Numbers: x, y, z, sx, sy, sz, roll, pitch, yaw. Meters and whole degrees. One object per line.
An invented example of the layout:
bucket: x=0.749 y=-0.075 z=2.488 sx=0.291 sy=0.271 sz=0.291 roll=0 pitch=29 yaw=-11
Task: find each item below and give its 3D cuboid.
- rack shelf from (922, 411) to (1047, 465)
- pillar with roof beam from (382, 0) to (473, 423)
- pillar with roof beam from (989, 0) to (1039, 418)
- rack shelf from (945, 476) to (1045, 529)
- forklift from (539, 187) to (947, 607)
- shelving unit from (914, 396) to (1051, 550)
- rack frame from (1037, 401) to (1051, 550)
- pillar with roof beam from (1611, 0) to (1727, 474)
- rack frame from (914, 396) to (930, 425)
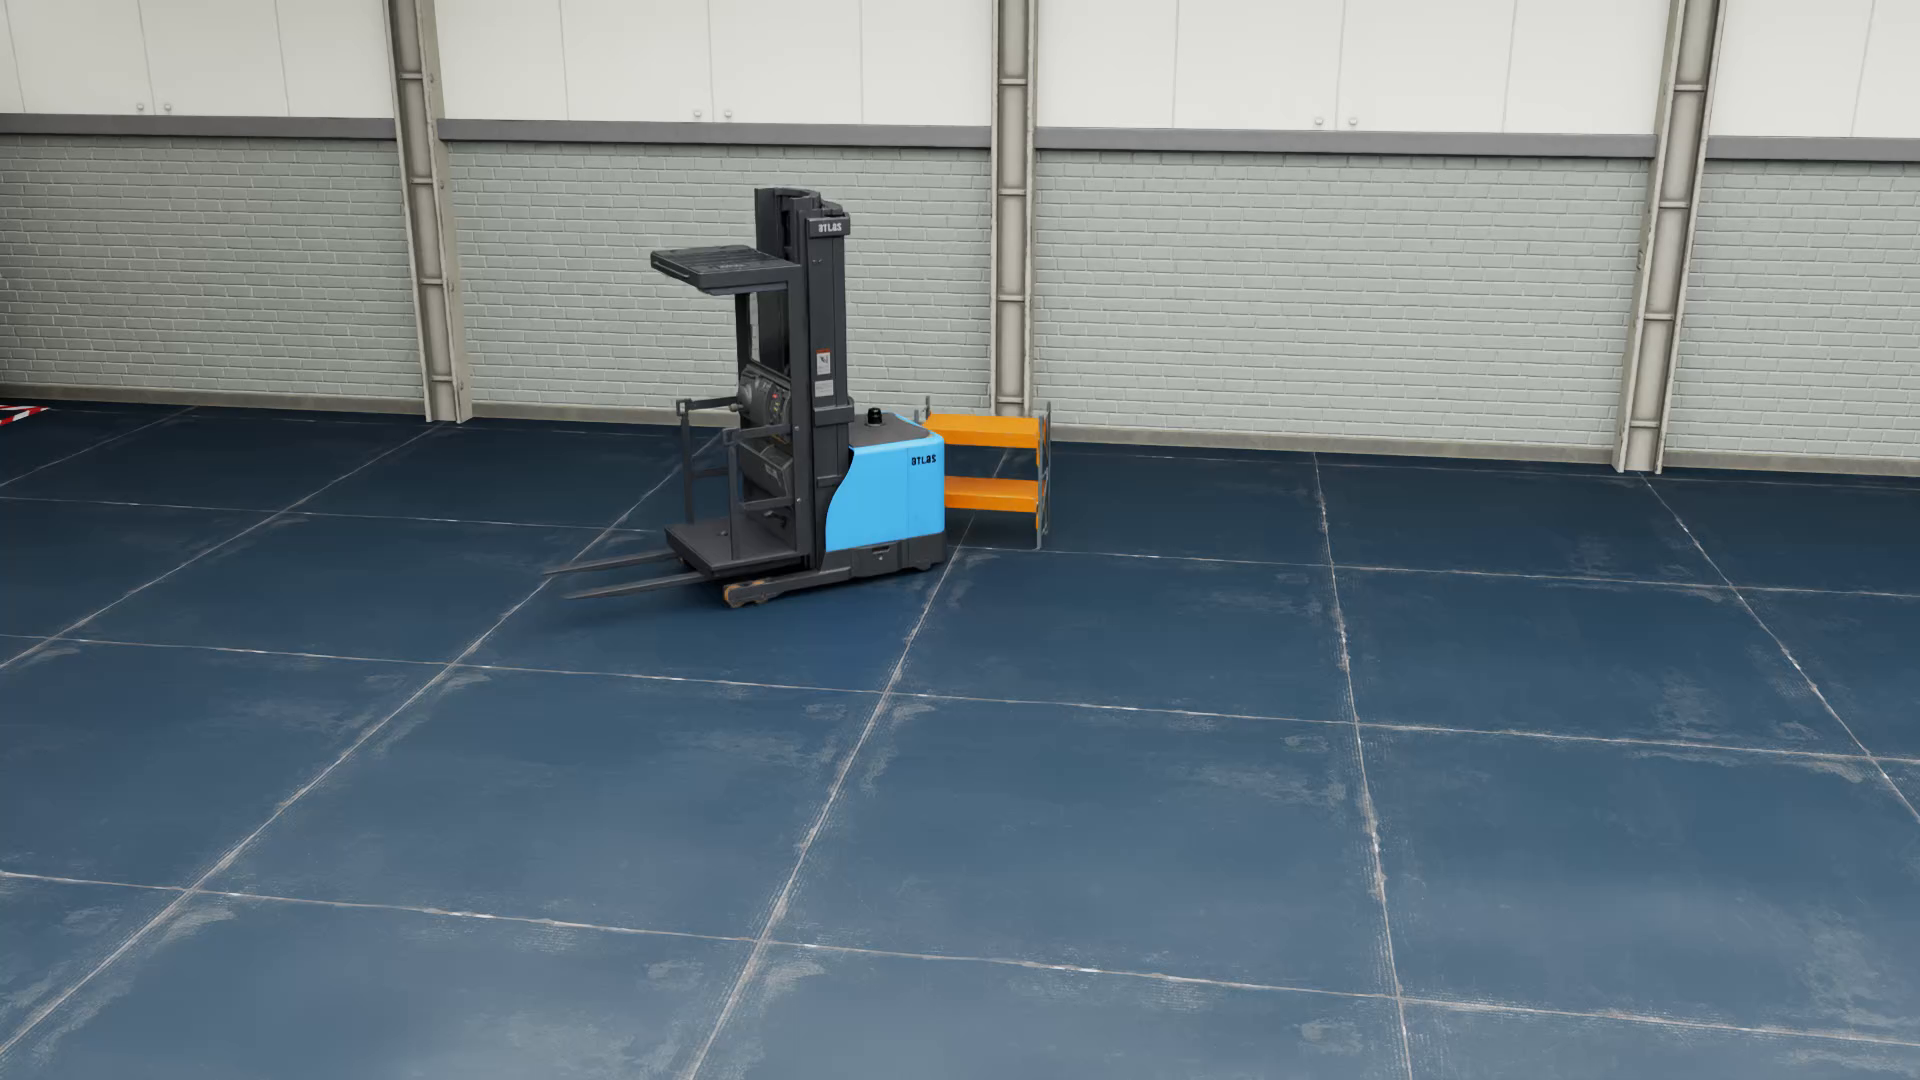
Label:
rack shelf: x=0.189 y=-0.839 z=13.615 sx=1.000 sy=0.278 sz=0.538 roll=3 pitch=19 yaw=10
pillar with roof beam: x=-6.094 y=-4.204 z=12.185 sx=0.400 sy=9.000 sz=9.100 roll=3 pitch=19 yaw=9
pillar with roof beam: x=-0.169 y=-3.902 z=11.283 sx=0.400 sy=9.000 sz=9.100 roll=3 pitch=19 yaw=9
rack shelf: x=0.189 y=-0.329 z=13.785 sx=1.000 sy=0.278 sz=0.538 roll=3 pitch=19 yaw=10
forklift: x=-1.650 y=-1.082 z=12.417 sx=3.031 sy=2.935 sz=1.130 roll=-10 pitch=21 yaw=-27
shelving unit: x=0.189 y=-0.561 z=13.708 sx=1.048 sy=1.125 sz=0.538 roll=3 pitch=19 yaw=10
rack frame: x=0.689 y=-0.531 z=13.618 sx=0.032 sy=1.125 sz=0.500 roll=3 pitch=19 yaw=10
pillar with roof beam: x=5.755 y=-3.600 z=10.380 sx=0.400 sy=9.000 sz=9.100 roll=3 pitch=19 yaw=9
rack frame: x=-0.310 y=-0.591 z=13.797 sx=0.032 sy=1.125 sz=0.500 roll=3 pitch=19 yaw=10
